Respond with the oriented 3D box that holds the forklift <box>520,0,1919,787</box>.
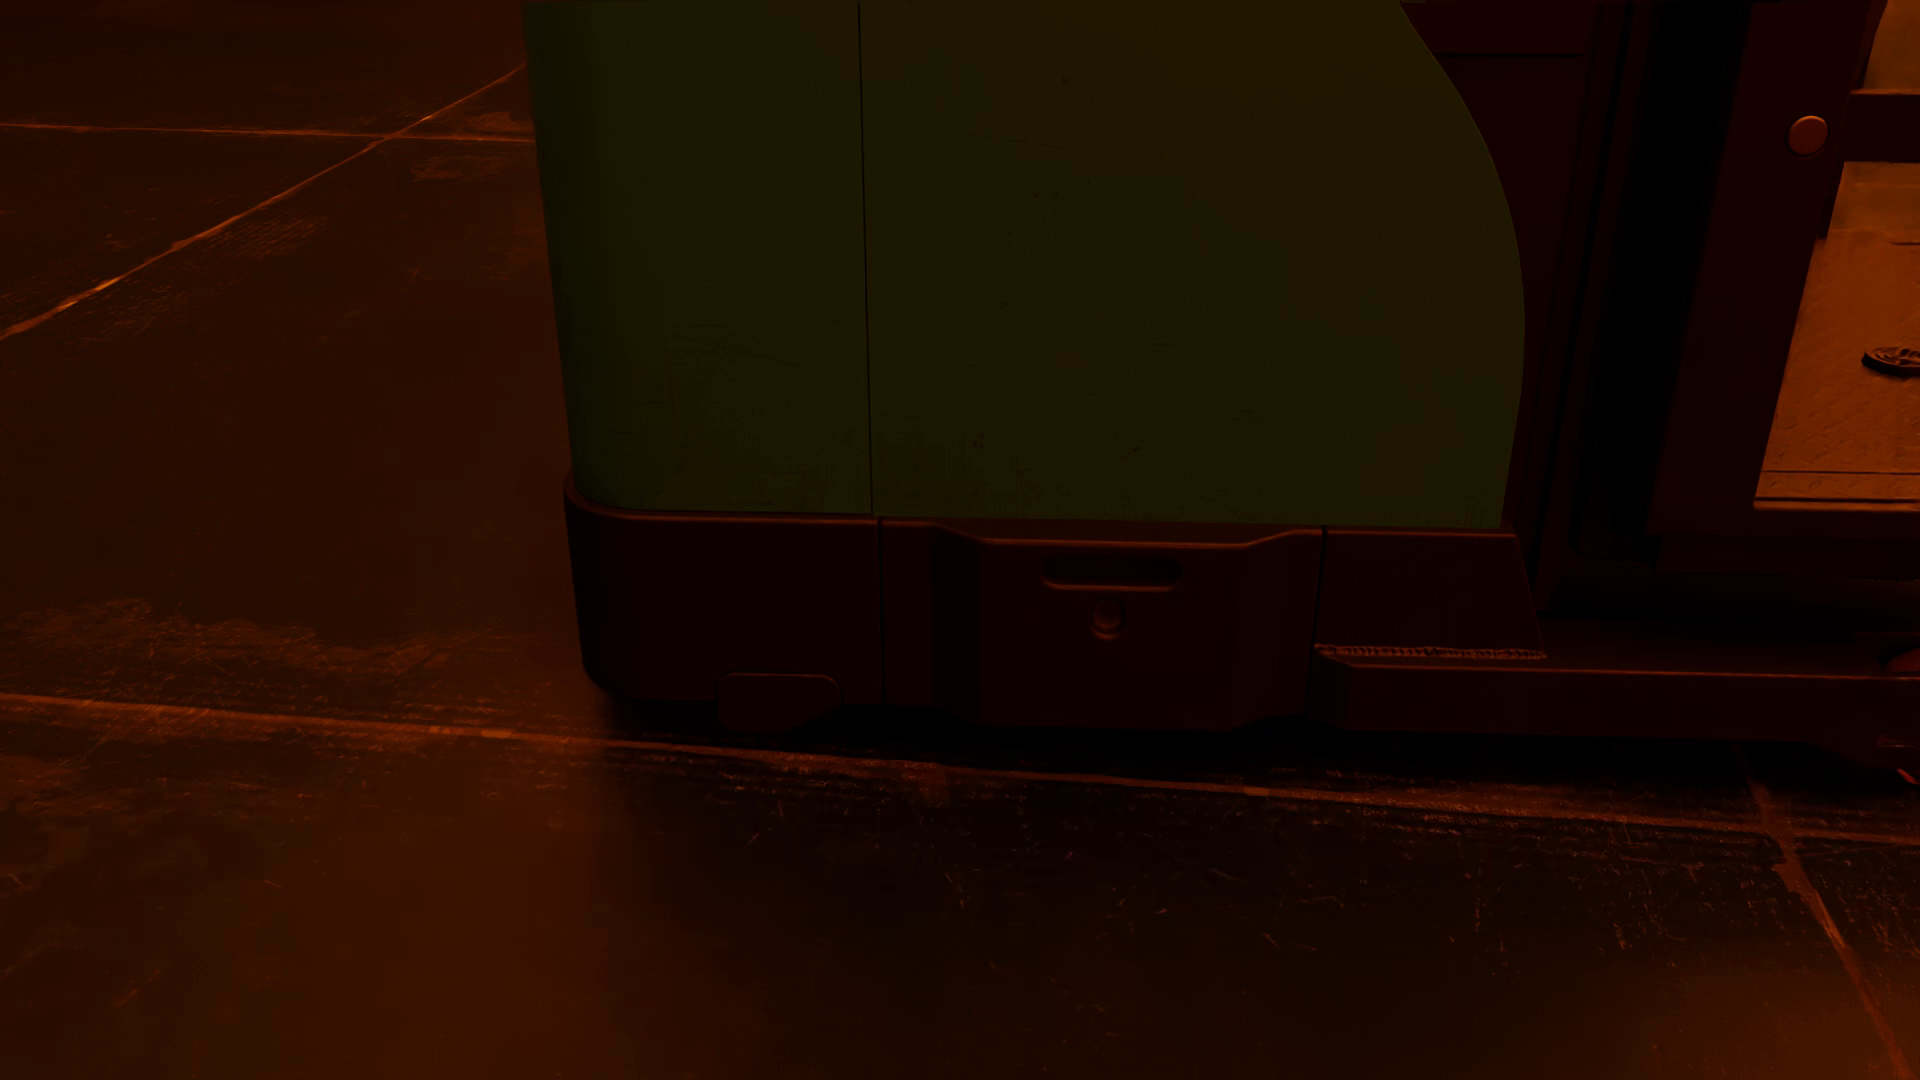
[{"bbox_3d":[1.069,-1.263,1.748,3.031,2.935,1.130,1,27,2],"label":"forklift"}]
